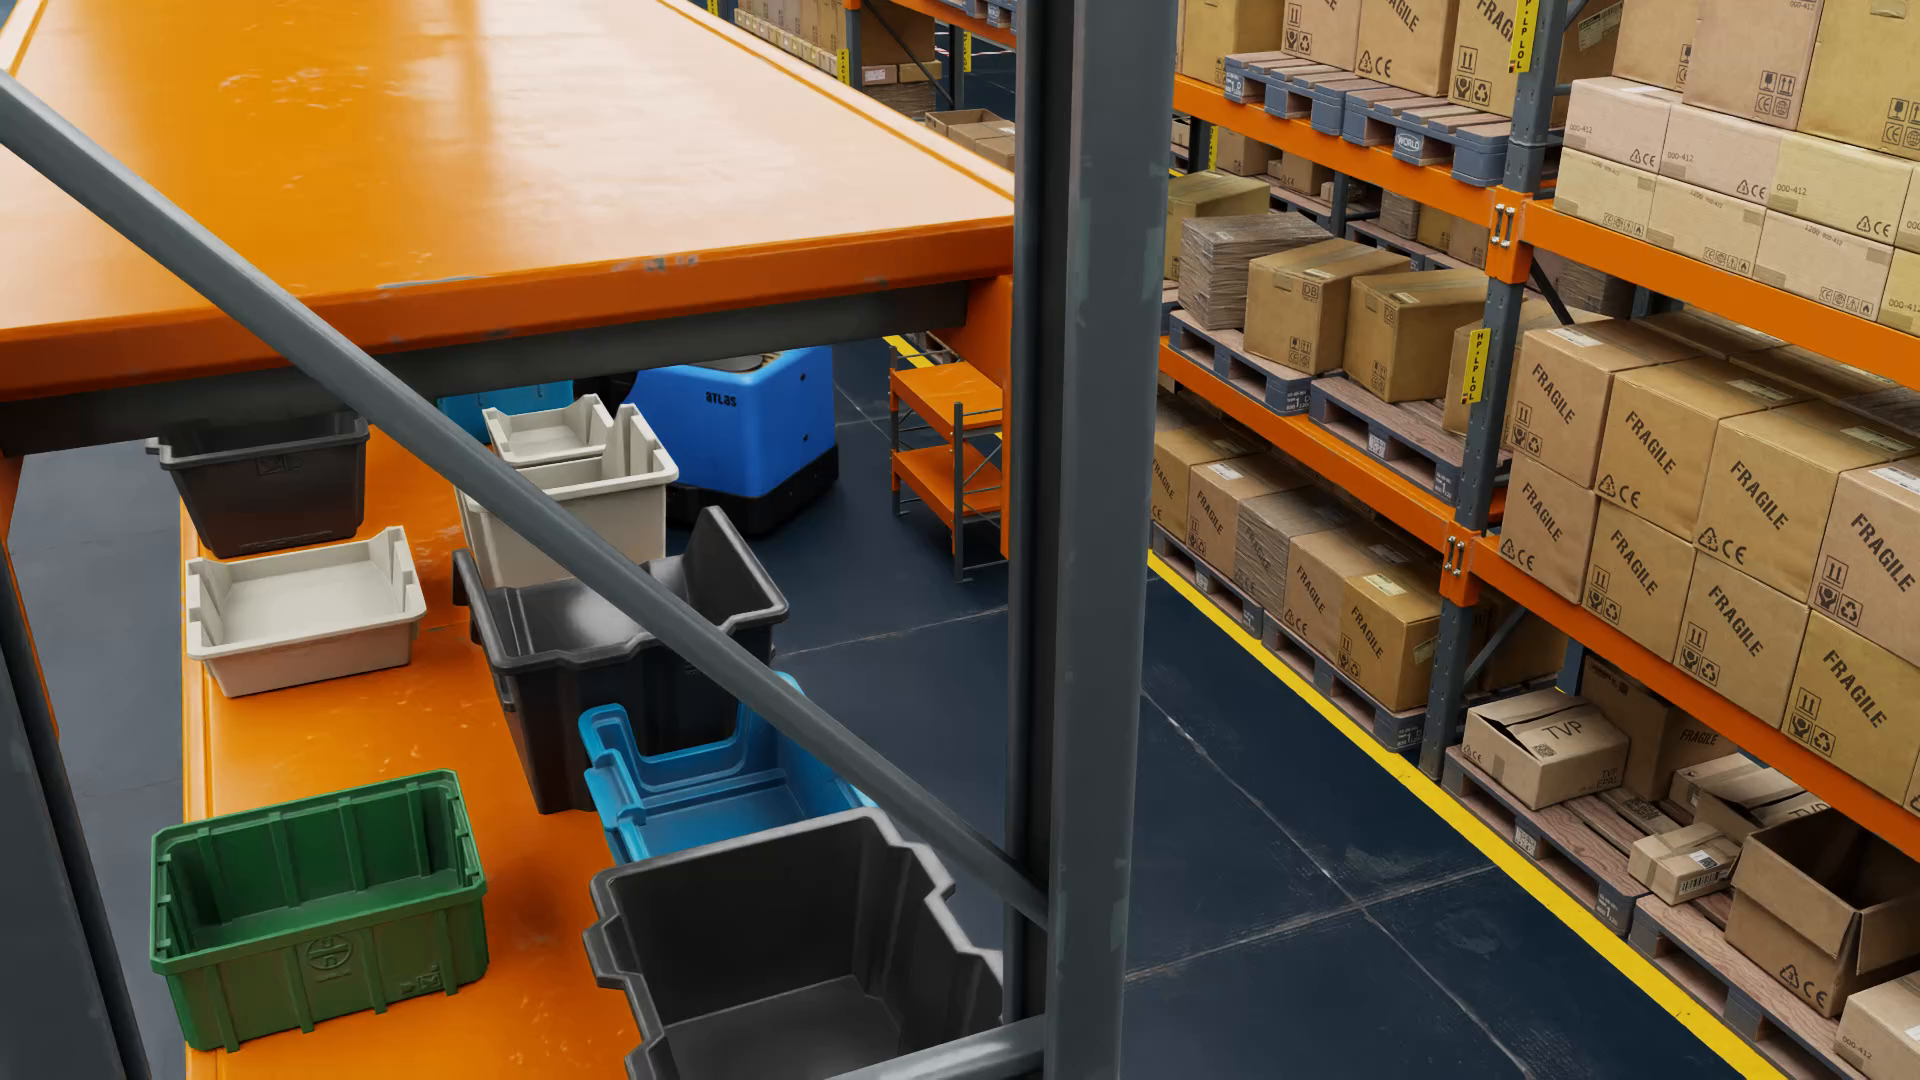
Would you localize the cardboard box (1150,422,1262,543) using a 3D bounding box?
[{"bbox_3d":[1.434,-0.349,9.894,0.500,0.500,0.500,-11,28,-21],"label":"cardboard box"}]

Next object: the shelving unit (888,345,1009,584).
[{"bbox_3d":[0.003,-0.503,9.998,0.538,1.125,1.048,-11,28,-21],"label":"shelving unit"}]

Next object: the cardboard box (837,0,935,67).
[{"bbox_3d":[-0.630,-4.342,14.132,0.700,0.500,0.500,-10,28,-20],"label":"cardboard box"}]

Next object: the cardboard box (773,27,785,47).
[{"bbox_3d":[-1.555,-4.773,15.753,0.380,0.149,0.250,-11,28,-21],"label":"cardboard box"}]

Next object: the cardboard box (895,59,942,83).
[{"bbox_3d":[-0.377,-4.015,14.200,0.380,0.149,0.250,-11,28,-21],"label":"cardboard box"}]

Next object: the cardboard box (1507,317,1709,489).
[{"bbox_3d":[2.609,-0.562,6.729,0.500,0.500,0.500,-10,28,-19],"label":"cardboard box"}]

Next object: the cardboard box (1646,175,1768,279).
[{"bbox_3d":[2.838,-1.146,5.930,0.500,0.250,0.500,-11,28,-21],"label":"cardboard box"}]

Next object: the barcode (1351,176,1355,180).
[{"bbox_3d":[4.050,-3.732,17.142,0.001,0.075,0.075,-11,28,-21],"label":"barcode"}]

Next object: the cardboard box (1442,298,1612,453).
[{"bbox_3d":[2.703,-0.770,7.816,0.700,0.500,0.500,-22,34,-37],"label":"cardboard box"}]

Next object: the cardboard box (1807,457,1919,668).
[{"bbox_3d":[3.215,0.062,5.451,0.500,0.500,0.500,-10,28,-19],"label":"cardboard box"}]

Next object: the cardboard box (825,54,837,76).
[{"bbox_3d":[-0.954,-4.151,14.480,0.380,0.149,0.250,-11,28,-22],"label":"cardboard box"}]

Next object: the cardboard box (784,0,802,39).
[{"bbox_3d":[-1.219,-4.950,15.377,0.700,0.500,0.500,-11,28,-21],"label":"cardboard box"}]

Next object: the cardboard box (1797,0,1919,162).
[{"bbox_3d":[3.175,-1.532,5.297,0.700,0.500,0.500,-11,28,-21],"label":"cardboard box"}]

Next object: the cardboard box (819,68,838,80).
[{"bbox_3d":[-0.842,-3.971,14.851,0.700,0.500,0.500,-11,28,-21],"label":"cardboard box"}]

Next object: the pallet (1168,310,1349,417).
[{"bbox_3d":[1.882,-1.051,9.202,1.003,0.211,1.213,-11,28,-21],"label":"pallet"}]

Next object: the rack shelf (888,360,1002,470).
[{"bbox_3d":[0.003,-0.766,9.869,0.538,0.278,1.000,-11,28,-21],"label":"rack shelf"}]

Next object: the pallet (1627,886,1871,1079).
[{"bbox_3d":[3.433,1.717,6.493,1.003,0.211,1.213,-11,28,-21],"label":"pallet"}]

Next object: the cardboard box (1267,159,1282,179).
[{"bbox_3d":[3.499,-3.955,17.679,0.380,0.149,0.250,-13,29,-25],"label":"cardboard box"}]

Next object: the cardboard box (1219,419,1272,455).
[{"bbox_3d":[1.901,-0.450,10.100,0.500,0.500,0.500,-12,28,-22],"label":"cardboard box"}]

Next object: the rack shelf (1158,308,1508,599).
[{"bbox_3d":[1.900,-0.791,9.271,1.077,0.370,4.000,-11,28,-21],"label":"rack shelf"}]

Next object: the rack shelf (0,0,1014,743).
[{"bbox_3d":[-1.093,-0.843,2.995,1.077,0.370,4.000,-11,28,-21],"label":"rack shelf"}]

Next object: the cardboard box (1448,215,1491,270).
[{"bbox_3d":[4.821,-2.756,14.824,0.700,0.500,0.500,-10,28,-20],"label":"cardboard box"}]

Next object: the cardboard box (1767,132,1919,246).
[{"bbox_3d":[3.027,-1.167,5.405,0.500,0.250,0.500,-11,28,-21],"label":"cardboard box"}]

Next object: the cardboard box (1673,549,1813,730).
[{"bbox_3d":[3.029,0.309,6.083,0.500,0.500,0.500,-11,28,-21],"label":"cardboard box"}]

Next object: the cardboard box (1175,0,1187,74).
[{"bbox_3d":[1.518,-2.938,9.316,0.910,0.500,0.500,-11,28,-21],"label":"cardboard box"}]

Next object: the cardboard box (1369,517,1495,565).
[{"bbox_3d":[2.499,0.168,8.834,0.500,0.500,0.500,-10,28,-20],"label":"cardboard box"}]

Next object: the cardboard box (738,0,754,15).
[{"bbox_3d":[-1.825,-5.567,16.641,0.700,0.500,0.500,-10,28,-20],"label":"cardboard box"}]

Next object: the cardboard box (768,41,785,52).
[{"bbox_3d":[-1.446,-4.593,16.124,0.700,0.500,0.500,-10,28,-20],"label":"cardboard box"}]

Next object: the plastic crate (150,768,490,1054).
[{"bbox_3d":[-0.959,0.556,2.515,0.450,0.188,0.336,-11,28,-21],"label":"plastic crate"}]

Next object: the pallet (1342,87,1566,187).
[{"bbox_3d":[2.492,-1.845,7.406,1.213,0.211,1.003,-11,28,-21],"label":"pallet"}]

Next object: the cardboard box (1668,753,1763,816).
[{"bbox_3d":[3.369,1.099,7.328,0.380,0.149,0.250,-11,28,-21],"label":"cardboard box"}]

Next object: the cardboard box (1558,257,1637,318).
[{"bbox_3d":[5.343,-2.130,13.542,0.700,0.500,0.500,-10,28,-20],"label":"cardboard box"}]

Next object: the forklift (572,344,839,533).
[{"bbox_3d":[-2.353,-1.770,10.535,3.031,2.935,1.130,12,28,23],"label":"forklift"}]

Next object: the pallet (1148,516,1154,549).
[{"bbox_3d":[1.374,-0.361,10.748,1.003,0.211,1.213,-11,28,-21],"label":"pallet"}]

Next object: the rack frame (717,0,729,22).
[{"bbox_3d":[-2.017,-5.151,17.381,1.000,3.000,0.127,-11,28,-21],"label":"rack frame"}]

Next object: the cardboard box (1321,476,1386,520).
[{"bbox_3d":[2.326,-0.359,9.059,0.500,0.250,0.500,-11,28,-20],"label":"cardboard box"}]

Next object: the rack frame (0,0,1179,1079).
[{"bbox_3d":[-0.313,-0.538,1.095,0.949,2.616,0.053,-11,28,-21],"label":"rack frame"}]

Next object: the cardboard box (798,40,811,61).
[{"bbox_3d":[-1.250,-4.459,15.110,0.380,0.149,0.250,-10,28,-19],"label":"cardboard box"}]

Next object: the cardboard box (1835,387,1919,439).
[{"bbox_3d":[3.519,-0.231,6.052,0.500,0.500,0.500,-10,28,-20],"label":"cardboard box"}]

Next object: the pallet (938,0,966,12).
[{"bbox_3d":[0.328,-3.894,11.603,1.003,0.211,1.213,-9,28,-18],"label":"pallet"}]

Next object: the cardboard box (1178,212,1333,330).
[{"bbox_3d":[1.649,-1.518,9.348,0.700,0.500,0.500,-5,27,-11],"label":"cardboard box"}]

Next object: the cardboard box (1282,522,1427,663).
[{"bbox_3d":[2.040,0.268,8.630,0.500,0.500,0.500,-10,28,-20],"label":"cardboard box"}]

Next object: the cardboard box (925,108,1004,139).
[{"bbox_3d":[0.042,-3.056,12.976,0.500,0.500,0.500,-9,27,-17],"label":"cardboard box"}]

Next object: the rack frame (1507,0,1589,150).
[{"bbox_3d":[2.683,-3.003,6.143,1.000,3.000,0.127,-11,28,-21],"label":"rack frame"}]

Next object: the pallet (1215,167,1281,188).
[{"bbox_3d":[3.329,-3.894,17.985,1.003,0.211,1.213,-11,28,-21],"label":"pallet"}]

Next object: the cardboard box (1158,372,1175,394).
[{"bbox_3d":[1.182,-1.137,11.814,0.500,0.250,0.500,-11,28,-21],"label":"cardboard box"}]

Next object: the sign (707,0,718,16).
[{"bbox_3d":[-2.530,-5.483,16.984,0.100,0.325,0.005,-11,28,-21],"label":"sign"}]

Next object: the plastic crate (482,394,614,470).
[{"bbox_3d":[-1.028,-0.238,4.201,0.293,0.136,0.466,-11,28,-21],"label":"plastic crate"}]

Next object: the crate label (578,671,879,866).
[{"bbox_3d":[-0.374,0.449,2.663,0.408,0.251,0.502,-11,28,-21],"label":"crate label"}]

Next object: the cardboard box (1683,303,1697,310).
[{"bbox_3d":[5.840,-1.677,12.238,0.750,0.750,0.750,-11,28,-21],"label":"cardboard box"}]

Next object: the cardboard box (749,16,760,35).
[{"bbox_3d":[-1.859,-5.085,16.393,0.380,0.149,0.250,-10,28,-20],"label":"cardboard box"}]

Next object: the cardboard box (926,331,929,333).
[{"bbox_3d":[-0.116,-1.869,13.314,0.500,0.250,0.500,-11,28,-22],"label":"cardboard box"}]

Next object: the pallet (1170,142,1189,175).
[{"bbox_3d":[2.855,-4.386,18.993,1.003,0.211,1.213,-11,28,-21],"label":"pallet"}]

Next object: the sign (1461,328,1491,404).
[{"bbox_3d":[2.174,-0.730,7.007,0.100,0.325,0.005,-11,28,-21],"label":"sign"}]

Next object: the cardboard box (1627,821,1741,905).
[{"bbox_3d":[2.996,1.323,6.850,0.380,0.166,0.250,-11,28,-21],"label":"cardboard box"}]

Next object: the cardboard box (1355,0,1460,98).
[{"bbox_3d":[2.271,-2.415,7.652,0.600,0.600,0.600,-11,28,-21],"label":"cardboard box"}]
